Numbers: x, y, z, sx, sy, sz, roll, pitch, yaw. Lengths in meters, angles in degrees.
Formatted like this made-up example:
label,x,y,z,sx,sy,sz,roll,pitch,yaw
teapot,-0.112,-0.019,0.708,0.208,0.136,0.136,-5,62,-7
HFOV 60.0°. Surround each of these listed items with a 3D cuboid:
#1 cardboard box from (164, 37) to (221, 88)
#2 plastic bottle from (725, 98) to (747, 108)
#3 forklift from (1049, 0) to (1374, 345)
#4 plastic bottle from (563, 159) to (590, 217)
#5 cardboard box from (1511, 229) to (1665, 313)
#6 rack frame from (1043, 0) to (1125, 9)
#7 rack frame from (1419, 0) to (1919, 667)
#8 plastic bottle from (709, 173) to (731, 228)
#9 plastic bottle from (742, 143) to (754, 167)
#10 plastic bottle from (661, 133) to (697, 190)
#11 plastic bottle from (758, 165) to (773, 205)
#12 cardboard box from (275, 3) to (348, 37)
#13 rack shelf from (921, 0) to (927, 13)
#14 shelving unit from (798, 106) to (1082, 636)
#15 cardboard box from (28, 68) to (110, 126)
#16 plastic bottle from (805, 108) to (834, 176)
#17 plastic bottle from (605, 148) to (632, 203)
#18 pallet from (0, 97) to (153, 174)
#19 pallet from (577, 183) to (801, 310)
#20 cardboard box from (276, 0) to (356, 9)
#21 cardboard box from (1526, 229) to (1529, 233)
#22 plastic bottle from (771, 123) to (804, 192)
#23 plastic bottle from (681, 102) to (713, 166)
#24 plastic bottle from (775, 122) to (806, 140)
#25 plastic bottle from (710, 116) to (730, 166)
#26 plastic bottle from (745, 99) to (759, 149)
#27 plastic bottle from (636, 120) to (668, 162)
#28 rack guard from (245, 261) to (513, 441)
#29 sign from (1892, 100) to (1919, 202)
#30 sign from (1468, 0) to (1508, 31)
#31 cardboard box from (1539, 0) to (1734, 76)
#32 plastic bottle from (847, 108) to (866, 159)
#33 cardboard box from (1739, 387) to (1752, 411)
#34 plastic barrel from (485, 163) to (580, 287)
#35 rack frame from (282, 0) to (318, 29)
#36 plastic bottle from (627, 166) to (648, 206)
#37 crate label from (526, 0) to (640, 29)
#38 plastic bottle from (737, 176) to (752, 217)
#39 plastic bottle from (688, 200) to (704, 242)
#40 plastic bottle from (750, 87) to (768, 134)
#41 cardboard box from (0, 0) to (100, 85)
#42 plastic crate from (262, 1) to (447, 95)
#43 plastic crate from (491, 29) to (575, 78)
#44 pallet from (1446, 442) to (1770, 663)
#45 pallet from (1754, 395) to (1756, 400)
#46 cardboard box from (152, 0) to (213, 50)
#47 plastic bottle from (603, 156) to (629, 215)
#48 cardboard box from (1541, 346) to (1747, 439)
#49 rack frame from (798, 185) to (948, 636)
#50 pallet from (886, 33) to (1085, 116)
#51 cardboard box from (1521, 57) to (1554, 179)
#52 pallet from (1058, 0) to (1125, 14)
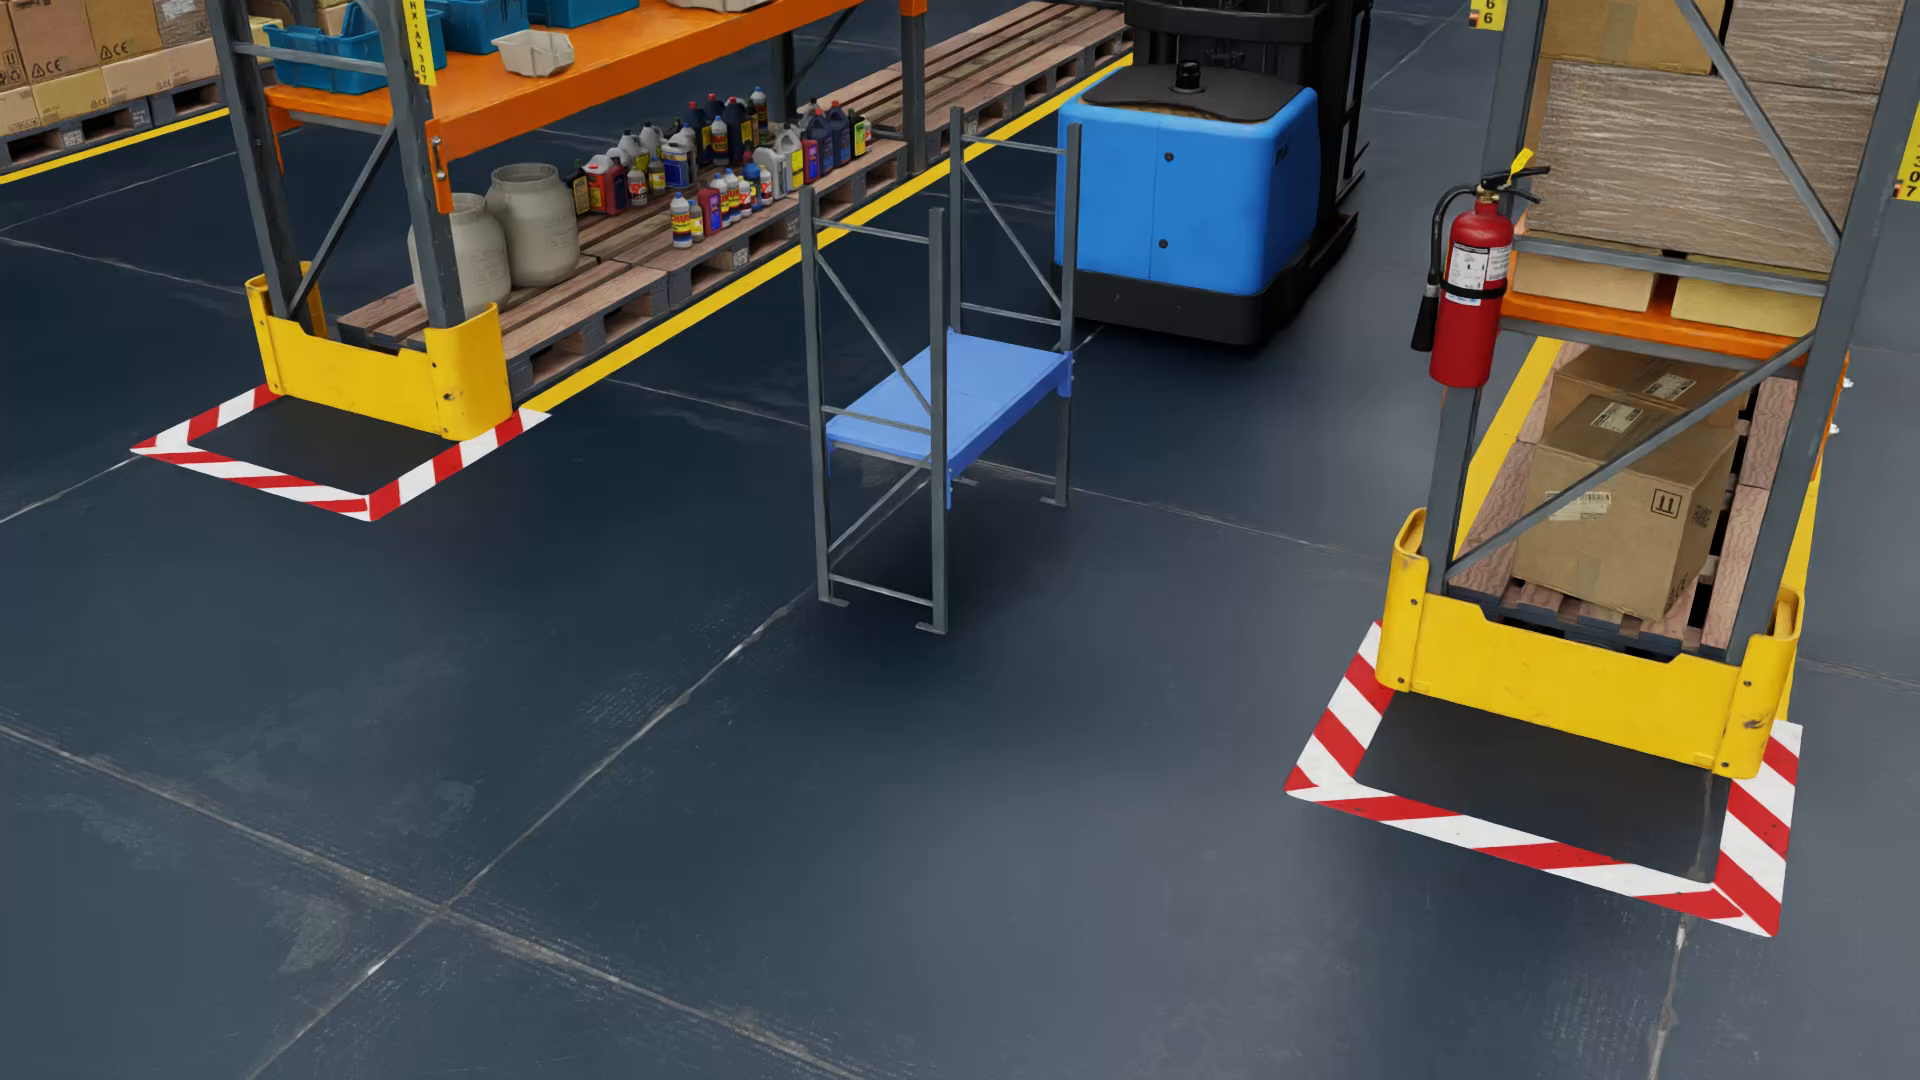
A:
label,x,y,z,sx,sy,sz,roll,pitch,yaw
cardboard box,-5.342,-3.282,11.292,0.500,0.250,0.500,14,33,23
plastic bottle,-1.340,-2.460,9.814,0.152,0.276,0.135,16,33,25
forklift,1.517,-2.884,8.328,1.130,2.935,3.031,13,32,22
plastic bottle,-2.020,-1.850,8.746,0.061,0.283,0.133,15,33,24
cardboard box,1.852,-0.809,4.898,0.380,0.149,0.250,14,33,23
rack frame,1.141,-5.415,12.667,1.000,3.000,0.127,14,33,23
rack frame,1.906,-0.744,4.534,1.000,3.000,0.127,14,33,23
plastic bottle,-1.244,-1.761,8.602,0.097,0.271,0.097,0,30,0
plastic bottle,-1.125,-2.028,9.055,0.061,0.283,0.133,14,33,23
plastic bottle,-1.555,-2.093,9.175,0.152,0.276,0.135,14,33,23
plastic bottle,-1.060,-1.910,8.932,0.097,0.201,0.097,0,30,0
cardboard box,-4.685,-3.879,12.332,0.500,0.250,0.500,13,33,22
rack shelf,0.230,-4.216,11.302,1.077,0.370,4.000,14,33,23
shelving unit,-0.039,-0.613,5.811,0.538,1.500,1.048,14,33,23
cardboard box,-5.784,-2.835,10.514,0.500,0.250,0.500,14,33,23
plastic bottle,-0.806,-2.247,9.370,0.144,0.351,0.185,13,32,21
plastic bottle,-1.855,-1.958,8.941,0.152,0.276,0.135,13,32,22
pallet,-6.043,-2.672,10.690,1.003,0.211,1.213,14,33,23
pallet,-1.579,-1.601,8.826,1.003,0.211,1.213,14,33,23
cardboard box,-4.679,-4.126,12.200,0.500,0.311,0.500,14,33,23
cardboard box,2.034,-1.042,5.305,0.380,0.149,0.250,14,33,23
plastic bottle,-0.953,-2.104,9.120,0.144,0.351,0.185,14,33,23
plastic bottle,-1.504,-2.336,9.524,0.144,0.351,0.185,13,32,21
plastic bottle,-0.949,-2.237,9.428,0.152,0.276,0.135,14,33,23
plastic bottle,-1.377,-2.294,9.530,0.097,0.271,0.097,0,30,0
plastic bottle,-1.245,-2.439,9.771,0.061,0.283,0.133,14,33,23
plastic bottle,-1.698,-2.148,9.196,0.144,0.351,0.185,14,33,23
rack guard,-2.511,-0.828,7.191,1.175,0.500,0.348,14,33,23
sign,2.389,-0.997,4.105,0.100,0.325,0.005,14,33,23
sign,1.421,-1.518,4.402,0.100,0.325,0.005,14,33,23
cardboard box,1.936,-1.650,4.709,0.500,0.500,0.500,14,33,23
plastic bottle,-0.607,-2.366,9.644,0.061,0.283,0.133,16,34,26
cardboard box,3.043,-0.899,6.892,0.500,0.500,0.500,11,32,19
plastic barrel,-2.043,-1.503,7.931,0.421,0.512,0.421,0,30,0
rack frame,-5.089,-4.767,11.539,1.000,3.000,0.127,14,33,23
plastic bottle,-1.735,-1.906,8.925,0.097,0.201,0.097,0,30,0
crate label,-1.906,-2.761,8.010,0.502,0.435,0.616,14,33,23
plastic bottle,-1.153,-1.819,8.773,0.097,0.201,0.097,0,30,0
plastic bottle,-1.353,-1.624,8.435,0.097,0.201,0.097,0,30,0
plastic bottle,-1.217,-2.607,10.076,0.097,0.271,0.097,0,30,0
cardboard box,-5.783,-3.160,10.327,0.500,0.500,0.500,14,33,23
plastic crate,-2.542,-2.093,7.033,0.499,0.251,0.616,14,33,23
plastic crate,-1.809,-2.077,7.120,0.298,0.136,0.250,14,33,23
pallet,2.342,0.079,5.901,1.003,0.211,1.213,14,33,23
pallet,3.453,-1.003,7.784,1.003,0.211,1.213,14,33,23
cardboard box,-5.344,-3.607,11.106,0.500,0.500,0.500,14,33,23
plastic bottle,-1.823,-1.876,8.791,0.061,0.283,0.133,14,33,23
cardboard box,2.447,-0.388,6.003,0.500,0.500,0.500,24,38,36
rack frame,-0.270,-0.387,5.418,0.500,1.500,0.032,14,33,23
pallet,0.197,-3.332,11.840,1.003,0.211,1.213,14,33,23
cardboard box,2.302,-1.403,5.282,0.875,0.500,0.500,14,33,23
pallet,1.463,-4.564,13.986,1.003,0.211,1.213,14,33,23
